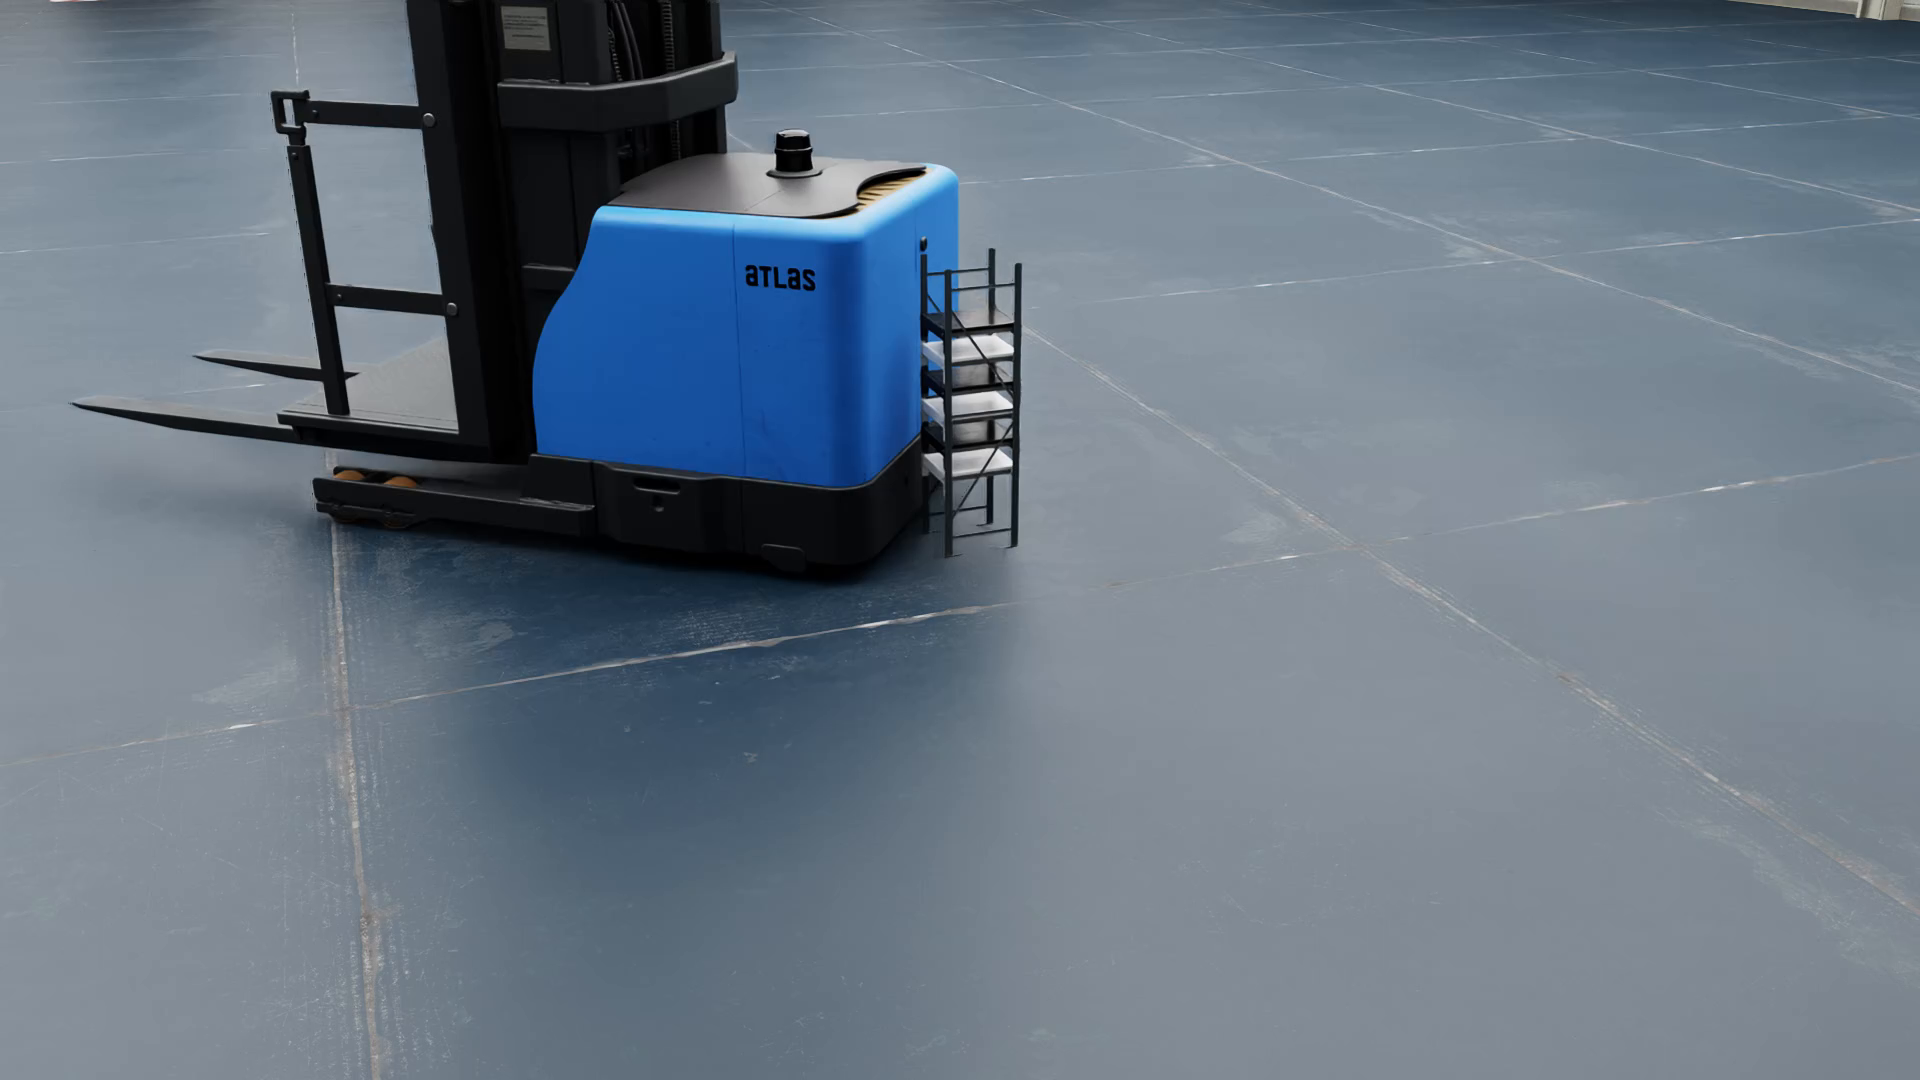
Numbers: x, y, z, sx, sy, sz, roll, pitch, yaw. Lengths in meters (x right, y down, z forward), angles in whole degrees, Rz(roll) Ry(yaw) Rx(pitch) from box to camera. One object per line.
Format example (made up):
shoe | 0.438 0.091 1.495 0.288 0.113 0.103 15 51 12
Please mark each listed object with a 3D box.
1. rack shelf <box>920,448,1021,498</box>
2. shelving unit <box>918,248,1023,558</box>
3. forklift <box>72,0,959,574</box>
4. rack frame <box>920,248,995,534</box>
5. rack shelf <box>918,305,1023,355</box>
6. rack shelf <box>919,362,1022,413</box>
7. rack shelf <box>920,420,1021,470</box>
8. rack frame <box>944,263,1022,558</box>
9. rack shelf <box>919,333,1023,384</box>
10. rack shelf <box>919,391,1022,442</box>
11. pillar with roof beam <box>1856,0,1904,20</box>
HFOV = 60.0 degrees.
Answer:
rack shelf | 0.031 -0.217 5.156 0.258 0.077 0.200 -9 24 -19
shelving unit | 0.031 -0.414 5.073 0.258 0.900 0.210 -9 24 -19
forklift | -1.565 -1.570 5.202 3.031 2.935 1.130 7 24 16
rack frame | -0.006 -0.451 5.160 0.240 0.900 0.006 -9 24 -19
rack shelf | 0.031 -0.632 4.981 0.258 0.077 0.200 -9 24 -19
rack shelf | 0.031 -0.466 5.051 0.258 0.077 0.200 -9 24 -19
rack shelf | 0.031 -0.300 5.121 0.258 0.077 0.200 -9 24 -19
rack frame | 0.068 -0.377 4.986 0.240 0.900 0.006 -9 24 -19
rack shelf | 0.031 -0.549 5.016 0.258 0.077 0.200 -9 24 -19
rack shelf | 0.031 -0.383 5.086 0.258 0.077 0.200 -9 24 -19
pillar with roof beam | 7.308 -9.999 17.388 9.100 9.000 0.400 -8 24 -19
